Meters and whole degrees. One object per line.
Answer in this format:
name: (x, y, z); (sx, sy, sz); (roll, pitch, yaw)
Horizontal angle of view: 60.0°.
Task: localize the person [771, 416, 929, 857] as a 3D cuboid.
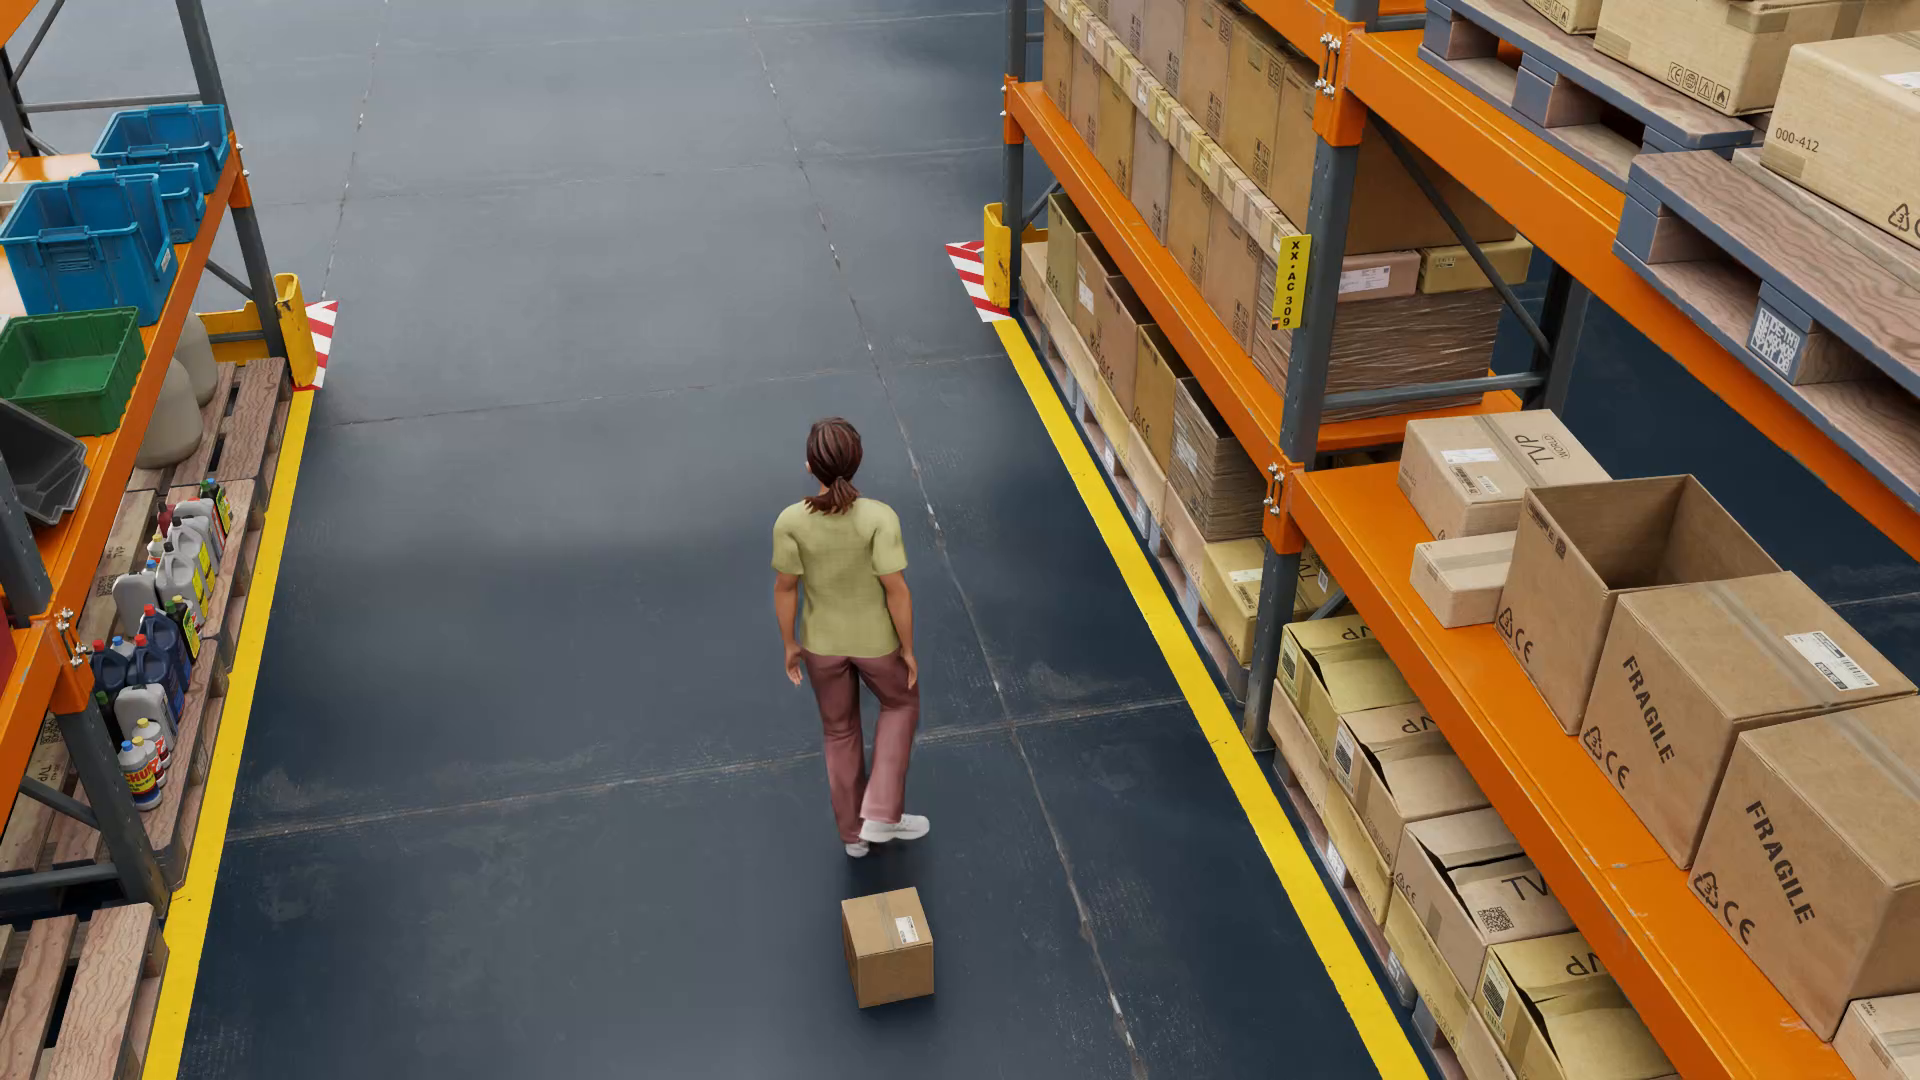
person: (-0.362, 0.385, 5.573); (0.513, 1.661, 0.479); (2, 35, 3)
